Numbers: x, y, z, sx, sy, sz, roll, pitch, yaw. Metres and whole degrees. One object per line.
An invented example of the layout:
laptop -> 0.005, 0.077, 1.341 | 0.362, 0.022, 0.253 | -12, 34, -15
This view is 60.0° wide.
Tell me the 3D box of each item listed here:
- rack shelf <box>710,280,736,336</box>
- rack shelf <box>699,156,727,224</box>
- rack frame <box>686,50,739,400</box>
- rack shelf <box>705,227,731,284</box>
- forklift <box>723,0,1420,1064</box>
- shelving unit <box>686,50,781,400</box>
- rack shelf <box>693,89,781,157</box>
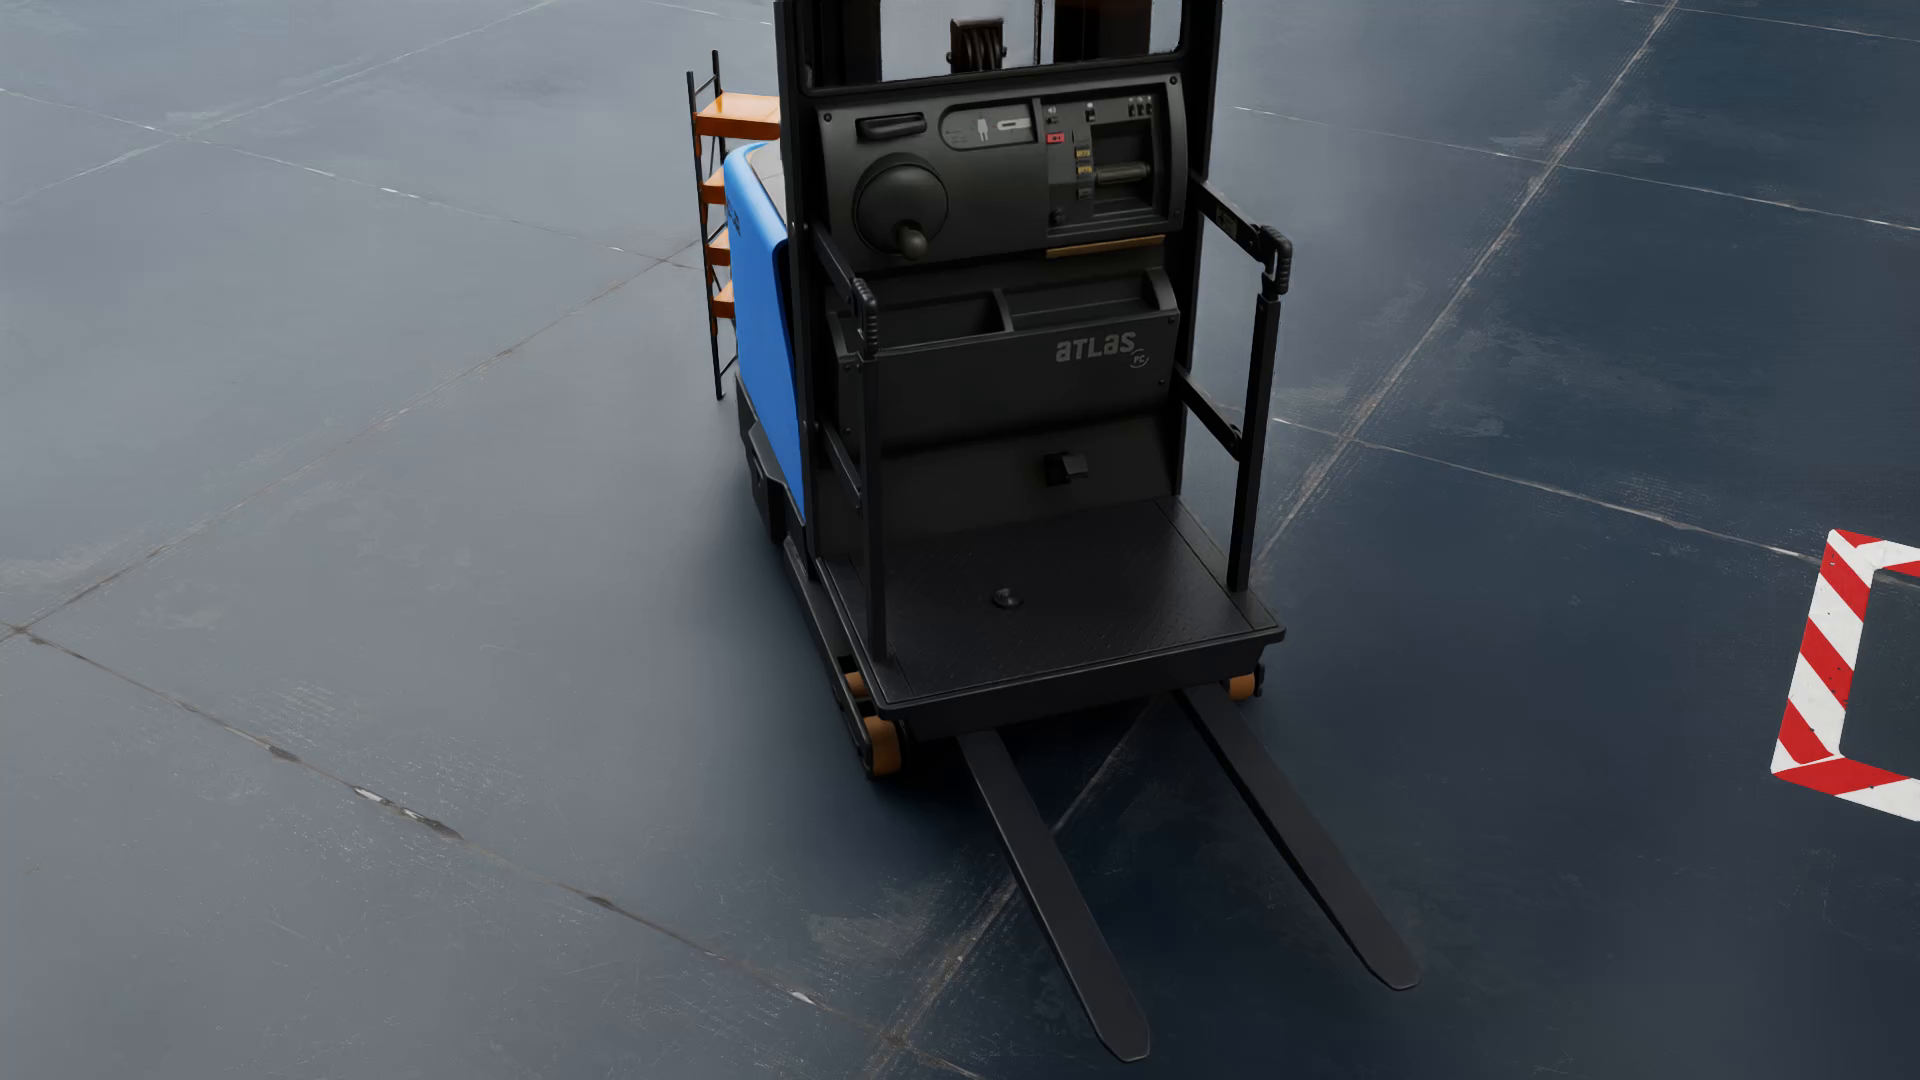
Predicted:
rack shelf -> -0.607, -0.814, 5.869 | 0.480, 0.148, 0.258 | 8, 35, 12
rack shelf -> -0.607, -1.165, 5.635 | 0.480, 0.148, 0.258 | 8, 35, 12
rack frame -> -0.843, -1.069, 5.773 | 0.015, 1.200, 0.240 | 8, 35, 12
rack shelf -> -0.607, -0.979, 5.759 | 0.480, 0.148, 0.258 | 8, 35, 12
forklift -> 0.183, -0.854, 3.889 | 1.130, 2.935, 3.031 | -10, 35, -15
shelving unit -> -0.607, -1.035, 5.722 | 0.503, 1.200, 0.258 | 8, 35, 12
rack shelf -> -0.607, -1.362, 5.504 | 0.480, 0.148, 0.258 | 8, 35, 12
